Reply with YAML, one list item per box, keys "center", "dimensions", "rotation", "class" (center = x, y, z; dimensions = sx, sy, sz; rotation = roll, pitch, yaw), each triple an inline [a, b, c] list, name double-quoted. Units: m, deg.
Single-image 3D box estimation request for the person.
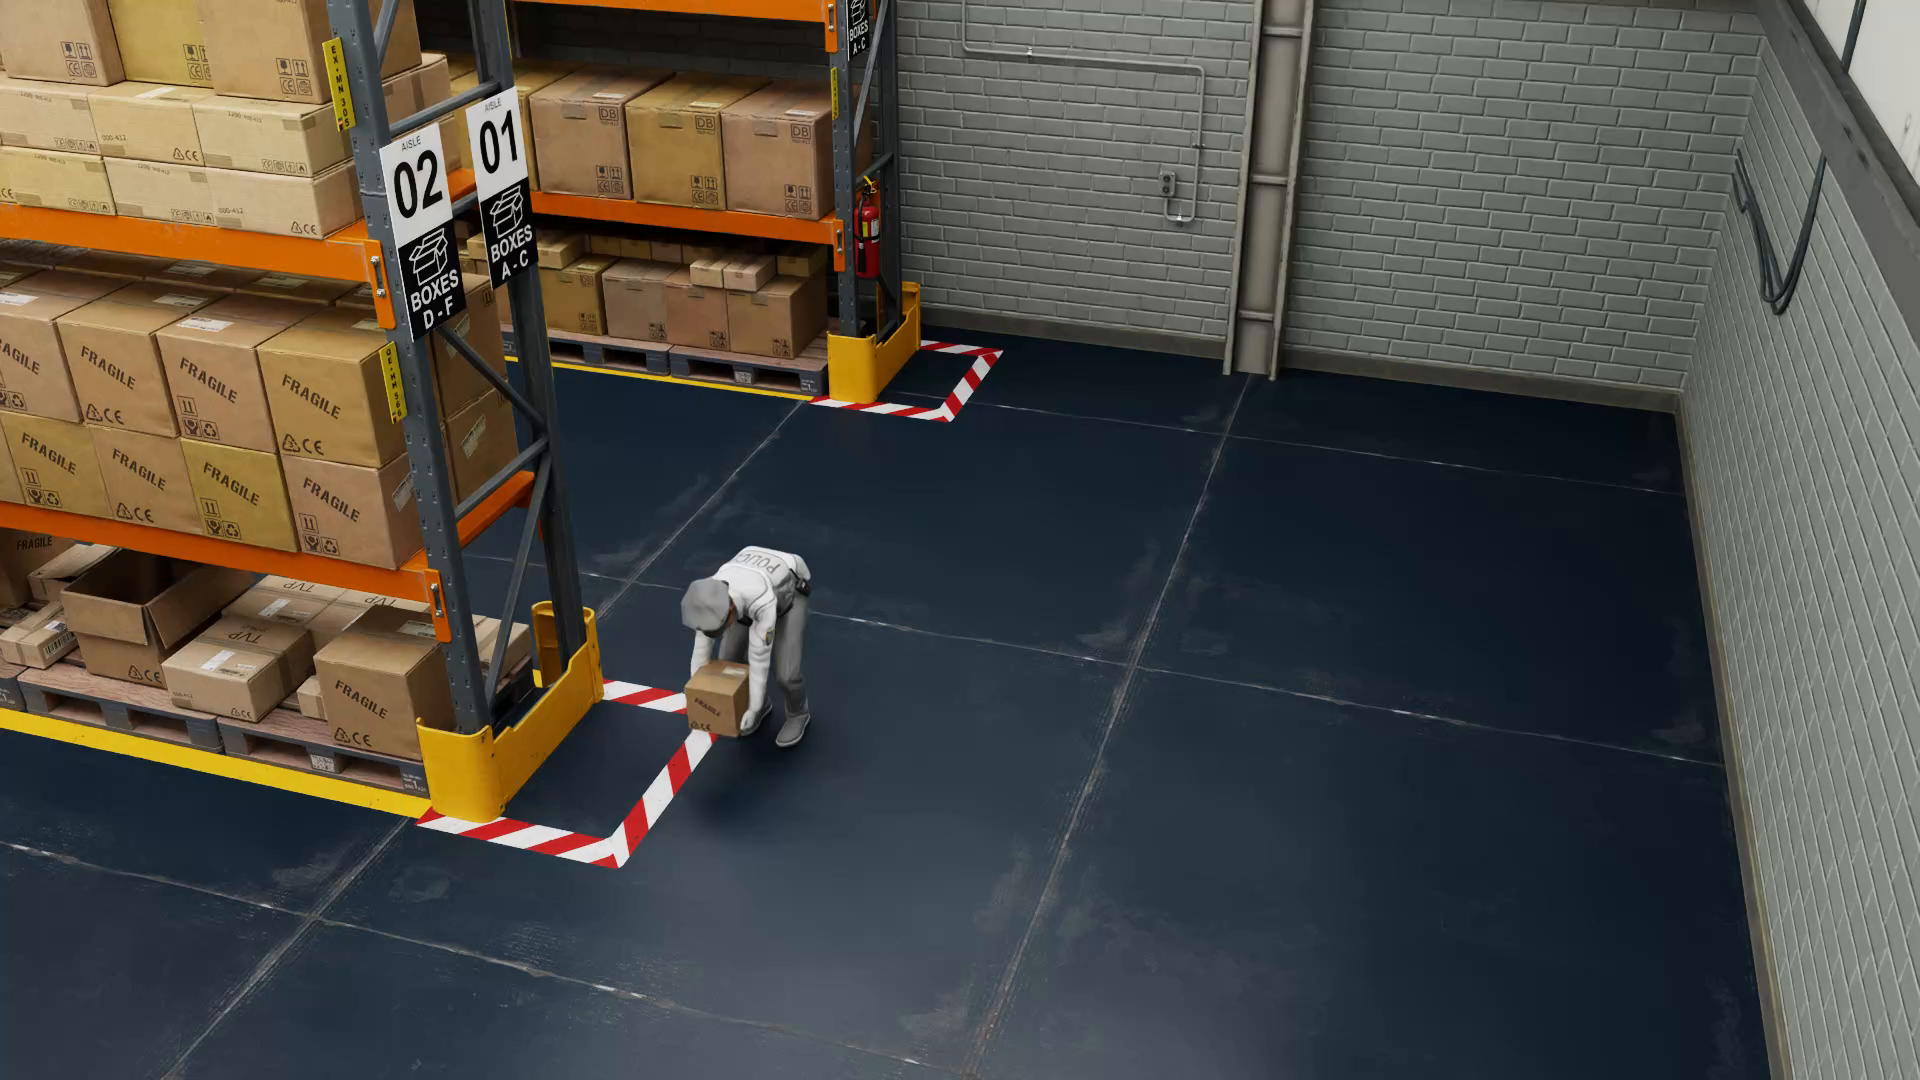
- center: [-1.026, 0.548, 8.059]
  dimensions: [0.440, 1.145, 0.915]
  rotation: [11, 31, 18]
  class: "person"
